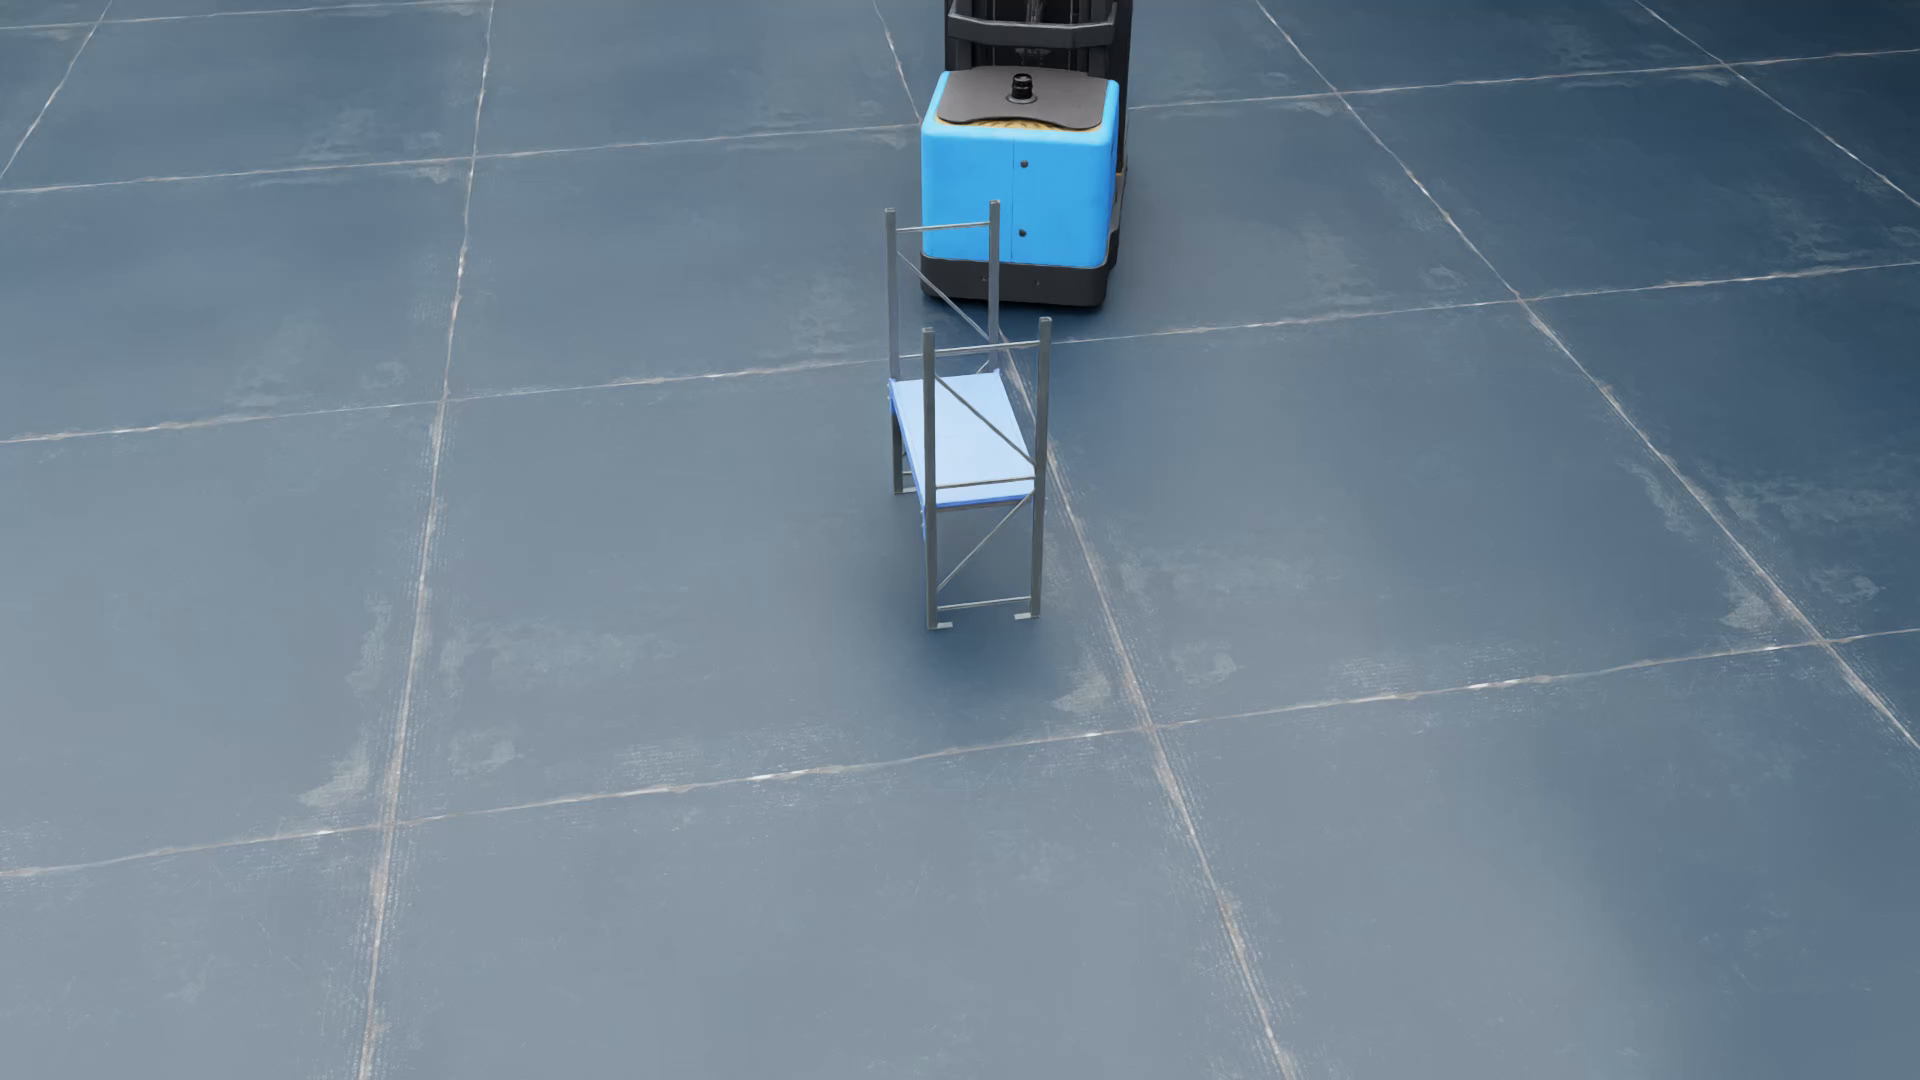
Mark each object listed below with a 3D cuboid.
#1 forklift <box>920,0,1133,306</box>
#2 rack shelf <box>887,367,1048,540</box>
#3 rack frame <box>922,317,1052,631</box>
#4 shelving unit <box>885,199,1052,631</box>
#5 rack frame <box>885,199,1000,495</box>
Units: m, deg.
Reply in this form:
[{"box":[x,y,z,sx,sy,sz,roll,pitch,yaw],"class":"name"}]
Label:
[{"box":[0.486,-3.365,9.692,1.130,2.935,3.031,5,38,6],"class":"forklift"},{"box":[0.015,-0.399,7.334,0.538,0.185,1.000,-6,38,-8],"class":"rack shelf"},{"box":[0.104,-0.234,6.828,0.500,1.500,0.032,-6,38,-8],"class":"rack frame"},{"box":[0.015,-0.541,7.224,0.538,1.500,1.048,-6,38,-8],"class":"shelving unit"},{"box":[-0.074,-0.848,7.619,0.500,1.500,0.032,-6,38,-8],"class":"rack frame"}]
